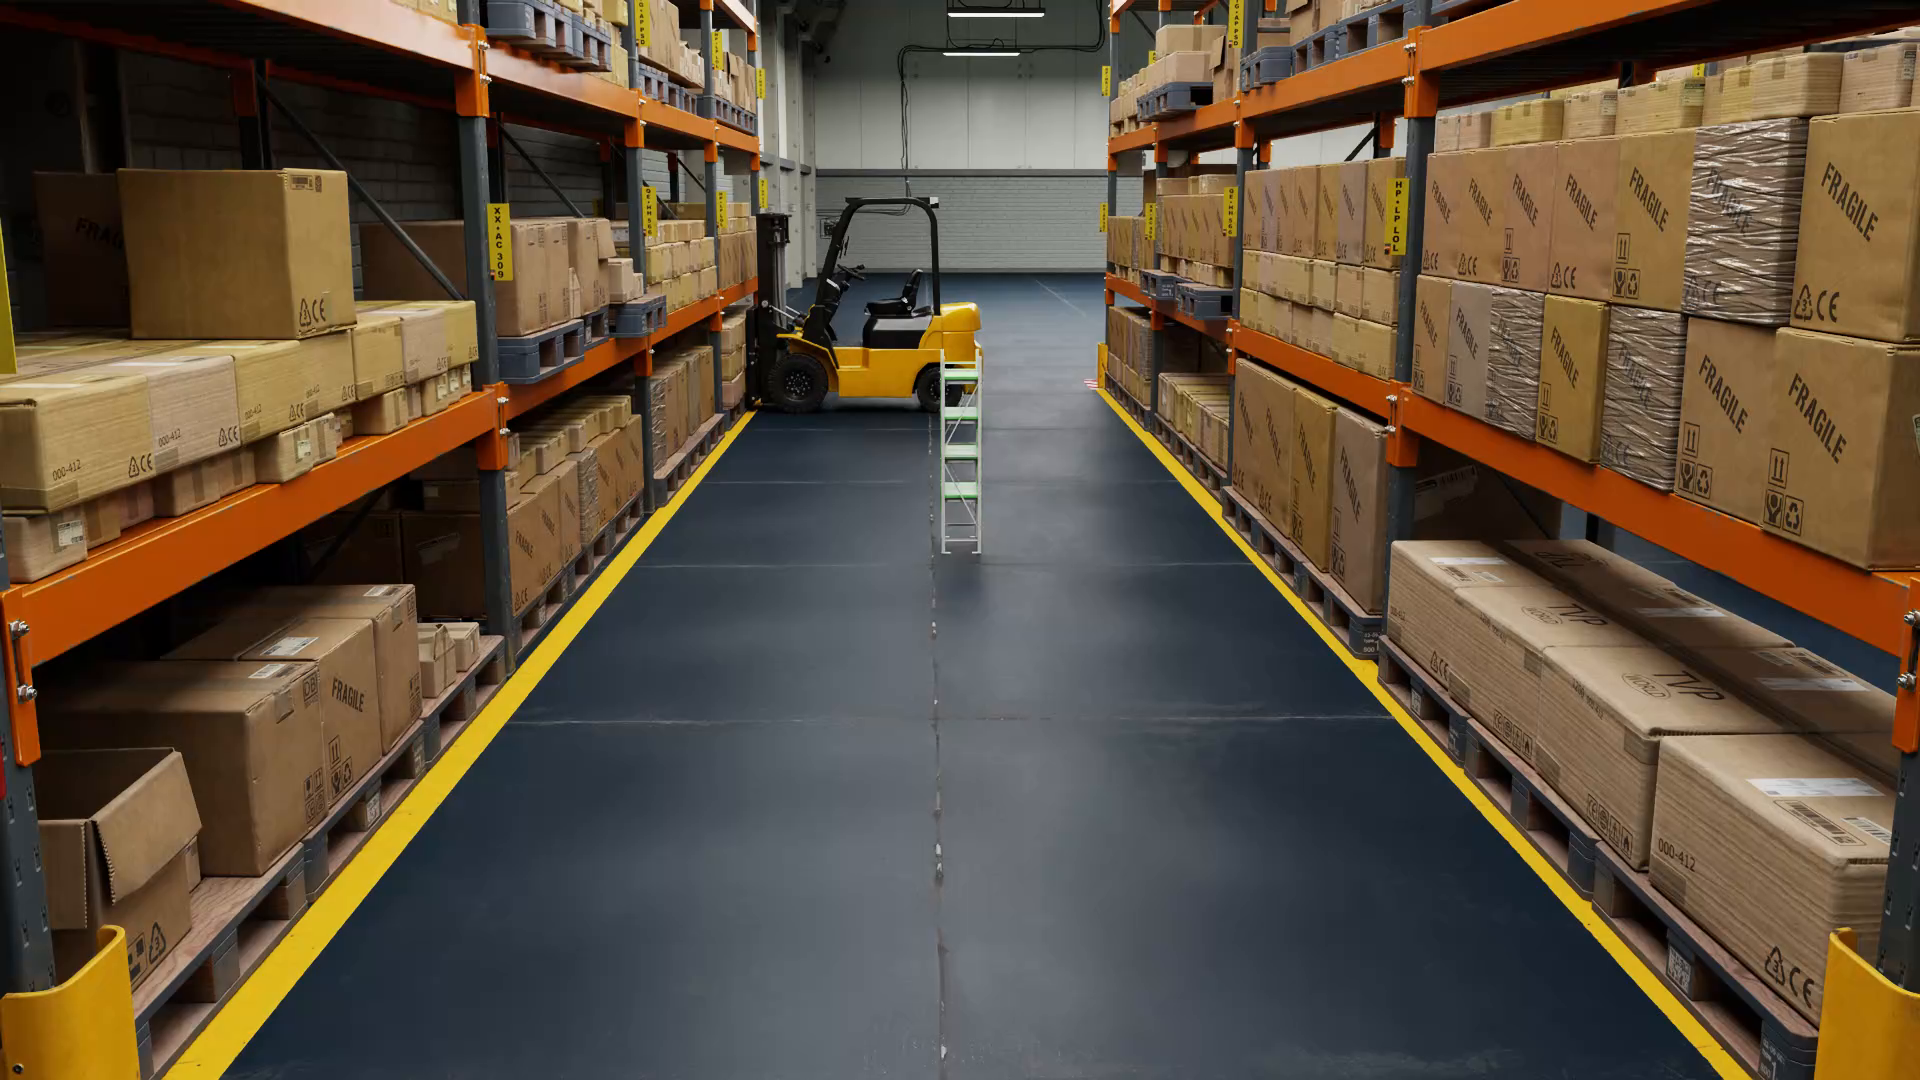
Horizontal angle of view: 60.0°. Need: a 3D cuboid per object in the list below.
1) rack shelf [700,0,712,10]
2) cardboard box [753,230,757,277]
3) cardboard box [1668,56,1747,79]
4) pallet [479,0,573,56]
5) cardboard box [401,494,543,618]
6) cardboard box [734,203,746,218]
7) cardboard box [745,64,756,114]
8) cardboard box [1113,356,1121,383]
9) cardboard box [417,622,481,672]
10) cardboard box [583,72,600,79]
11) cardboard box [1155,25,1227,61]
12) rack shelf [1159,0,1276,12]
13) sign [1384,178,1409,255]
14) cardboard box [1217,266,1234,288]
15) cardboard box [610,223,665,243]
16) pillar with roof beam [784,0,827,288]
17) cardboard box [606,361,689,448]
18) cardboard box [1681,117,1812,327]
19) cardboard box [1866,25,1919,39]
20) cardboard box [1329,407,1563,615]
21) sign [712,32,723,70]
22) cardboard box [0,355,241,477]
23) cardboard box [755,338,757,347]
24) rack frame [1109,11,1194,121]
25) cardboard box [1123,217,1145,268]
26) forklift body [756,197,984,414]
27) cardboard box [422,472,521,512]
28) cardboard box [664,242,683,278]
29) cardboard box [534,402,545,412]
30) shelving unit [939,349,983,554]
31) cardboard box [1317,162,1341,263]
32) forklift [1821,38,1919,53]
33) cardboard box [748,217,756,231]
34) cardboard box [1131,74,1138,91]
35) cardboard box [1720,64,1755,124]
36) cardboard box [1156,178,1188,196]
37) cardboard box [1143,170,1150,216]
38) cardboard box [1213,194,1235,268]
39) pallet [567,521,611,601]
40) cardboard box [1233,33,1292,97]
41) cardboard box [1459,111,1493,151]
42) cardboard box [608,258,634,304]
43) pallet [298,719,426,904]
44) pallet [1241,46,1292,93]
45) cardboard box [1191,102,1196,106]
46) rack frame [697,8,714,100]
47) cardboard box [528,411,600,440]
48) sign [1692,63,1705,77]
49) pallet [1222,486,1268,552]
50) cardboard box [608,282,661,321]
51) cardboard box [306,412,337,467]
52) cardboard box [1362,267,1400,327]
[{"bbox_3d":[-2.650,-4.438,12.619,1.077,0.370,4.000,0,11,-1],"label":"rack shelf"},{"bbox_3d":[-2.501,-3.192,18.496,0.500,0.500,0.500,0,11,-2],"label":"cardboard box"},{"bbox_3d":[6.951,-4.400,15.479,0.500,0.250,0.500,0,11,-2],"label":"cardboard box"},{"bbox_3d":[-2.469,-2.362,7.586,1.213,0.211,1.003,0,11,-1],"label":"pallet"},{"bbox_3d":[-2.311,0.068,7.910,0.500,0.500,0.500,0,11,1],"label":"cardboard box"},{"bbox_3d":[-2.429,-3.429,17.284,0.380,0.149,0.250,0,11,0],"label":"cardboard box"},{"bbox_3d":[-2.521,-4.926,18.194,0.500,0.500,0.500,0,11,1],"label":"cardboard box"},{"bbox_3d":[1.932,-1.856,18.022,0.500,0.250,0.500,0,11,1],"label":"cardboard box"},{"bbox_3d":[-2.221,0.447,6.927,0.380,0.149,0.250,-1,11,-3],"label":"cardboard box"},{"bbox_3d":[-2.334,-2.745,9.380,0.500,0.250,0.500,0,11,-1],"label":"cardboard box"},{"bbox_3d":[1.903,-4.096,13.724,0.500,0.250,0.500,0,11,-2],"label":"cardboard box"},{"bbox_3d":[2.313,-4.459,12.723,1.077,0.370,4.000,0,11,-1],"label":"rack shelf"},{"bbox_3d":[1.894,-1.400,7.201,0.100,0.325,0.005,0,11,-1],"label":"sign"},{"bbox_3d":[2.034,-1.870,11.809,0.380,0.149,0.250,0,11,0],"label":"cardboard box"},{"bbox_3d":[-2.412,-2.287,12.402,0.380,0.149,0.250,0,11,-1],"label":"cardboard box"},{"bbox_3d":[0.147,-10.826,41.289,9.100,9.000,0.548,0,11,-1],"label":"pillar with roof beam"},{"bbox_3d":[-2.643,-1.079,13.250,0.875,0.625,0.625,-1,11,-4],"label":"cardboard box"},{"bbox_3d":[2.231,-0.818,4.279,0.500,0.500,0.500,0,11,-1],"label":"cardboard box"},{"bbox_3d":[6.979,-3.599,12.125,0.500,0.311,0.500,0,11,-1],"label":"cardboard box"},{"bbox_3d":[2.344,-0.163,8.104,0.875,0.875,0.875,0,11,1],"label":"cardboard box"},{"bbox_3d":[-2.149,-4.326,14.703,0.100,0.325,0.005,0,11,-1],"label":"sign"},{"bbox_3d":[-2.194,-0.323,4.235,0.500,0.250,0.500,0,11,-1],"label":"cardboard box"},{"bbox_3d":[-2.420,-2.045,17.697,0.500,0.250,0.500,0,11,-2],"label":"cardboard box"},{"bbox_3d":[2.189,-6.201,18.491,1.000,3.000,0.127,0,11,-1],"label":"rack frame"},{"bbox_3d":[1.965,-3.055,17.073,0.500,0.500,0.500,0,11,-2],"label":"cardboard box"},{"bbox_3d":[-0.911,-2.454,17.246,2.313,2.155,1.214,0,11,-1],"label":"forklift body"},{"bbox_3d":[-2.267,-0.225,7.724,0.380,0.149,0.250,0,11,2],"label":"cardboard box"},{"bbox_3d":[-2.376,-2.114,12.553,0.500,0.250,0.500,-1,11,-3],"label":"cardboard box"},{"bbox_3d":[-2.909,-0.843,10.769,0.380,0.149,0.250,0,11,2],"label":"cardboard box"},{"bbox_3d":[0.003,-0.555,10.278,0.258,1.200,0.503,0,11,-1],"label":"shelving unit"},{"bbox_3d":[2.167,-1.706,8.656,0.500,0.500,0.500,0,11,1],"label":"cardboard box"},{"bbox_3d":[5.004,-1.284,9.515,1.130,2.935,3.031,0,11,2],"label":"forklift"},{"bbox_3d":[-2.452,-3.488,18.325,0.380,0.149,0.250,0,11,0],"label":"cardboard box"},{"bbox_3d":[1.919,-4.573,16.639,0.380,0.149,0.250,0,11,0],"label":"cardboard box"},{"bbox_3d":[2.229,-1.159,4.331,0.380,0.149,0.250,0,11,0],"label":"cardboard box"},{"bbox_3d":[1.927,-3.089,14.554,0.380,0.149,0.250,0,11,-1],"label":"cardboard box"},{"bbox_3d":[2.417,-3.845,18.452,0.700,0.500,0.500,-1,11,-3],"label":"cardboard box"},{"bbox_3d":[2.067,-2.160,11.607,0.500,0.500,0.500,-1,11,-3],"label":"cardboard box"},{"bbox_3d":[-2.609,0.108,9.497,1.003,0.211,1.213,0,11,-1],"label":"pallet"},{"bbox_3d":[2.344,-3.378,11.869,0.700,0.500,0.500,0,11,-1],"label":"cardboard box"},{"bbox_3d":[2.205,-1.617,6.590,0.380,0.149,0.250,0,11,0],"label":"cardboard box"},{"bbox_3d":[-2.263,-1.573,10.090,0.500,0.250,0.500,-1,11,-4],"label":"cardboard box"},{"bbox_3d":[-2.485,0.892,5.631,1.003,0.211,1.213,0,11,-1],"label":"pallet"},{"bbox_3d":[2.420,-2.920,10.339,1.213,0.211,1.003,0,11,1],"label":"pallet"},{"bbox_3d":[1.993,-4.095,15.284,0.500,0.250,0.500,0,11,-2],"label":"cardboard box"},{"bbox_3d":[-2.691,-5.384,14.467,1.000,3.000,0.127,0,11,-1],"label":"rack frame"},{"bbox_3d":[-2.387,-0.691,10.022,0.380,0.149,0.250,0,11,1],"label":"cardboard box"},{"bbox_3d":[6.663,-4.266,14.997,0.100,0.325,0.005,0,11,-1],"label":"sign"},{"bbox_3d":[2.295,-0.147,10.752,1.003,0.211,1.213,0,11,-1],"label":"pallet"},{"bbox_3d":[-2.373,-1.665,11.599,0.500,0.250,0.500,0,11,-1],"label":"cardboard box"},{"bbox_3d":[-2.179,-0.311,5.179,0.380,0.149,0.250,0,11,0],"label":"cardboard box"},{"bbox_3d":[2.184,-1.133,7.721,0.500,0.250,0.500,0,11,-1],"label":"cardboard box"}]
